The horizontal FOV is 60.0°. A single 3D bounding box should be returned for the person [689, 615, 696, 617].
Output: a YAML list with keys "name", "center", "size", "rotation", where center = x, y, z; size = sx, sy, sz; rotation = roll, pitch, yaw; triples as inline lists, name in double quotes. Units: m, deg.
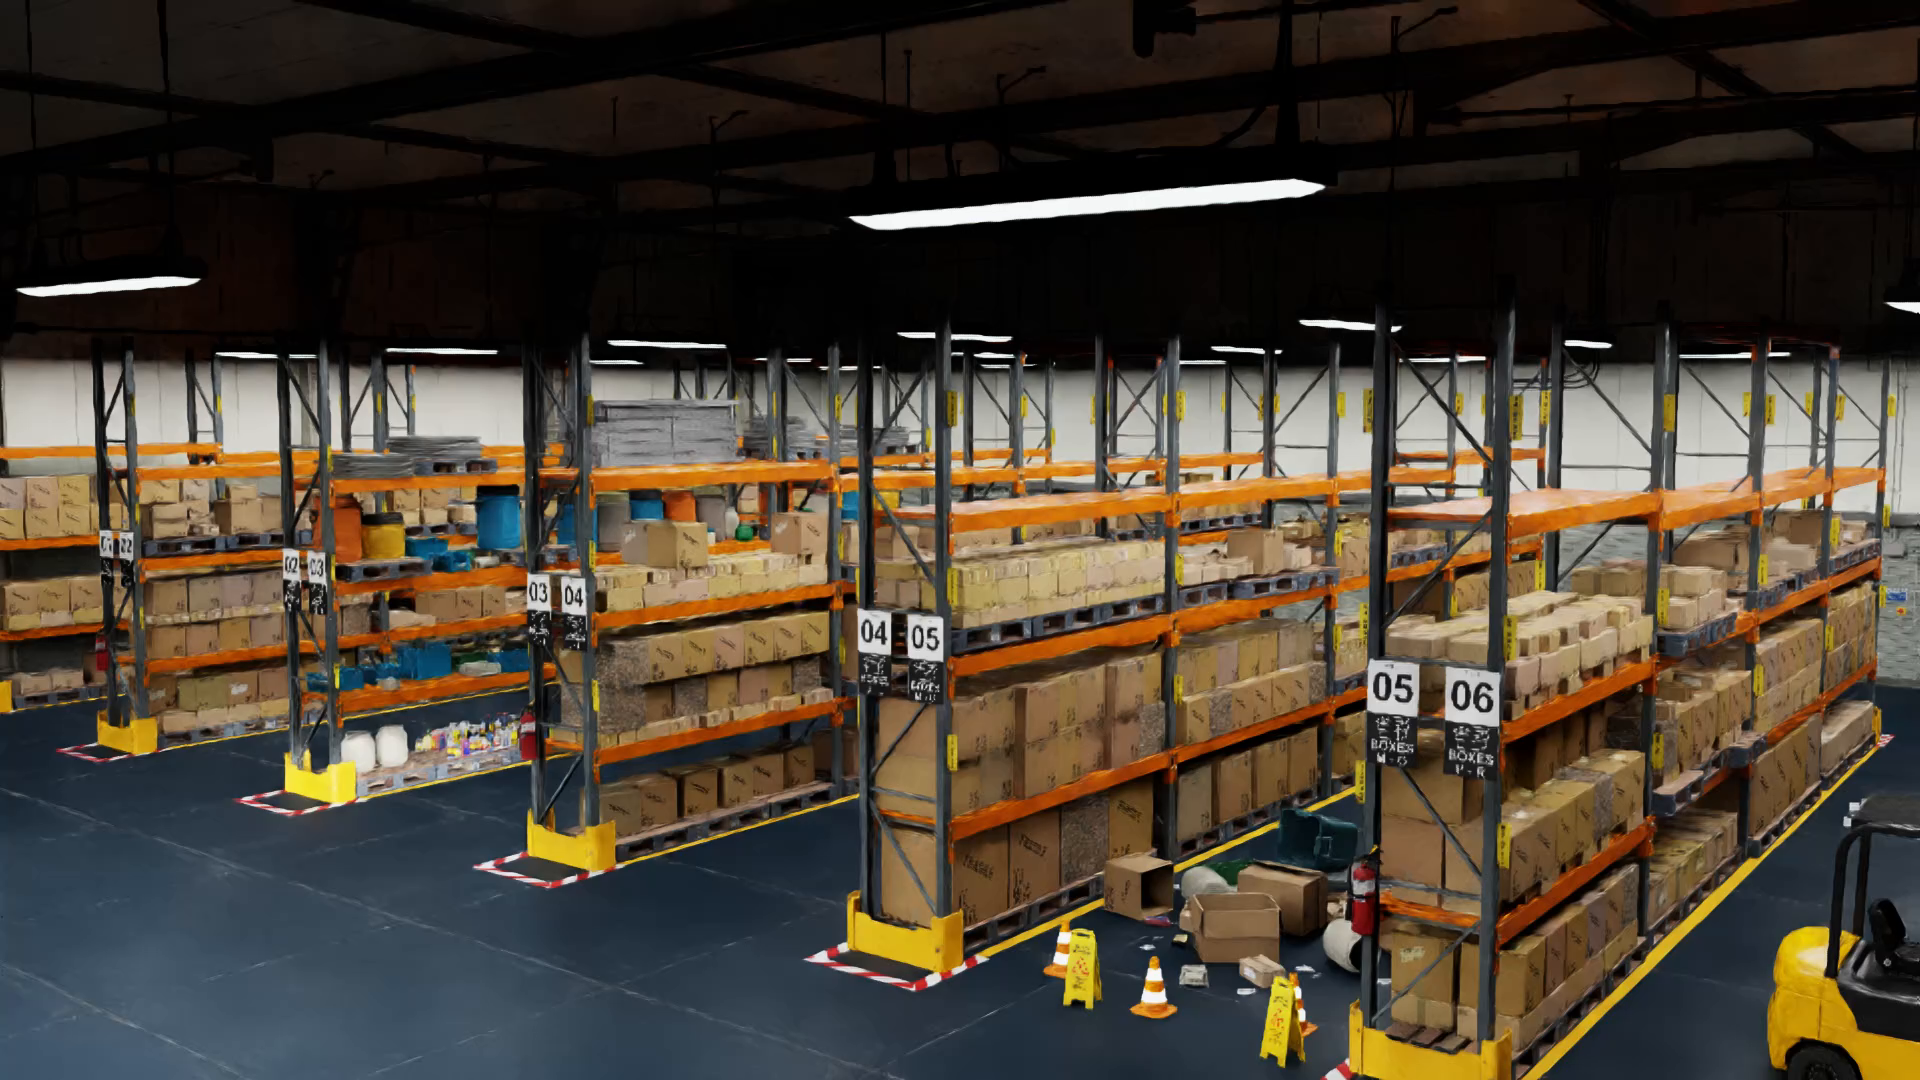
- name: "person"
  center: [-4.036, 2.041, 25.416]
  size: [0.468, 1.794, 0.625]
  rotation: [2, 5, 19]
